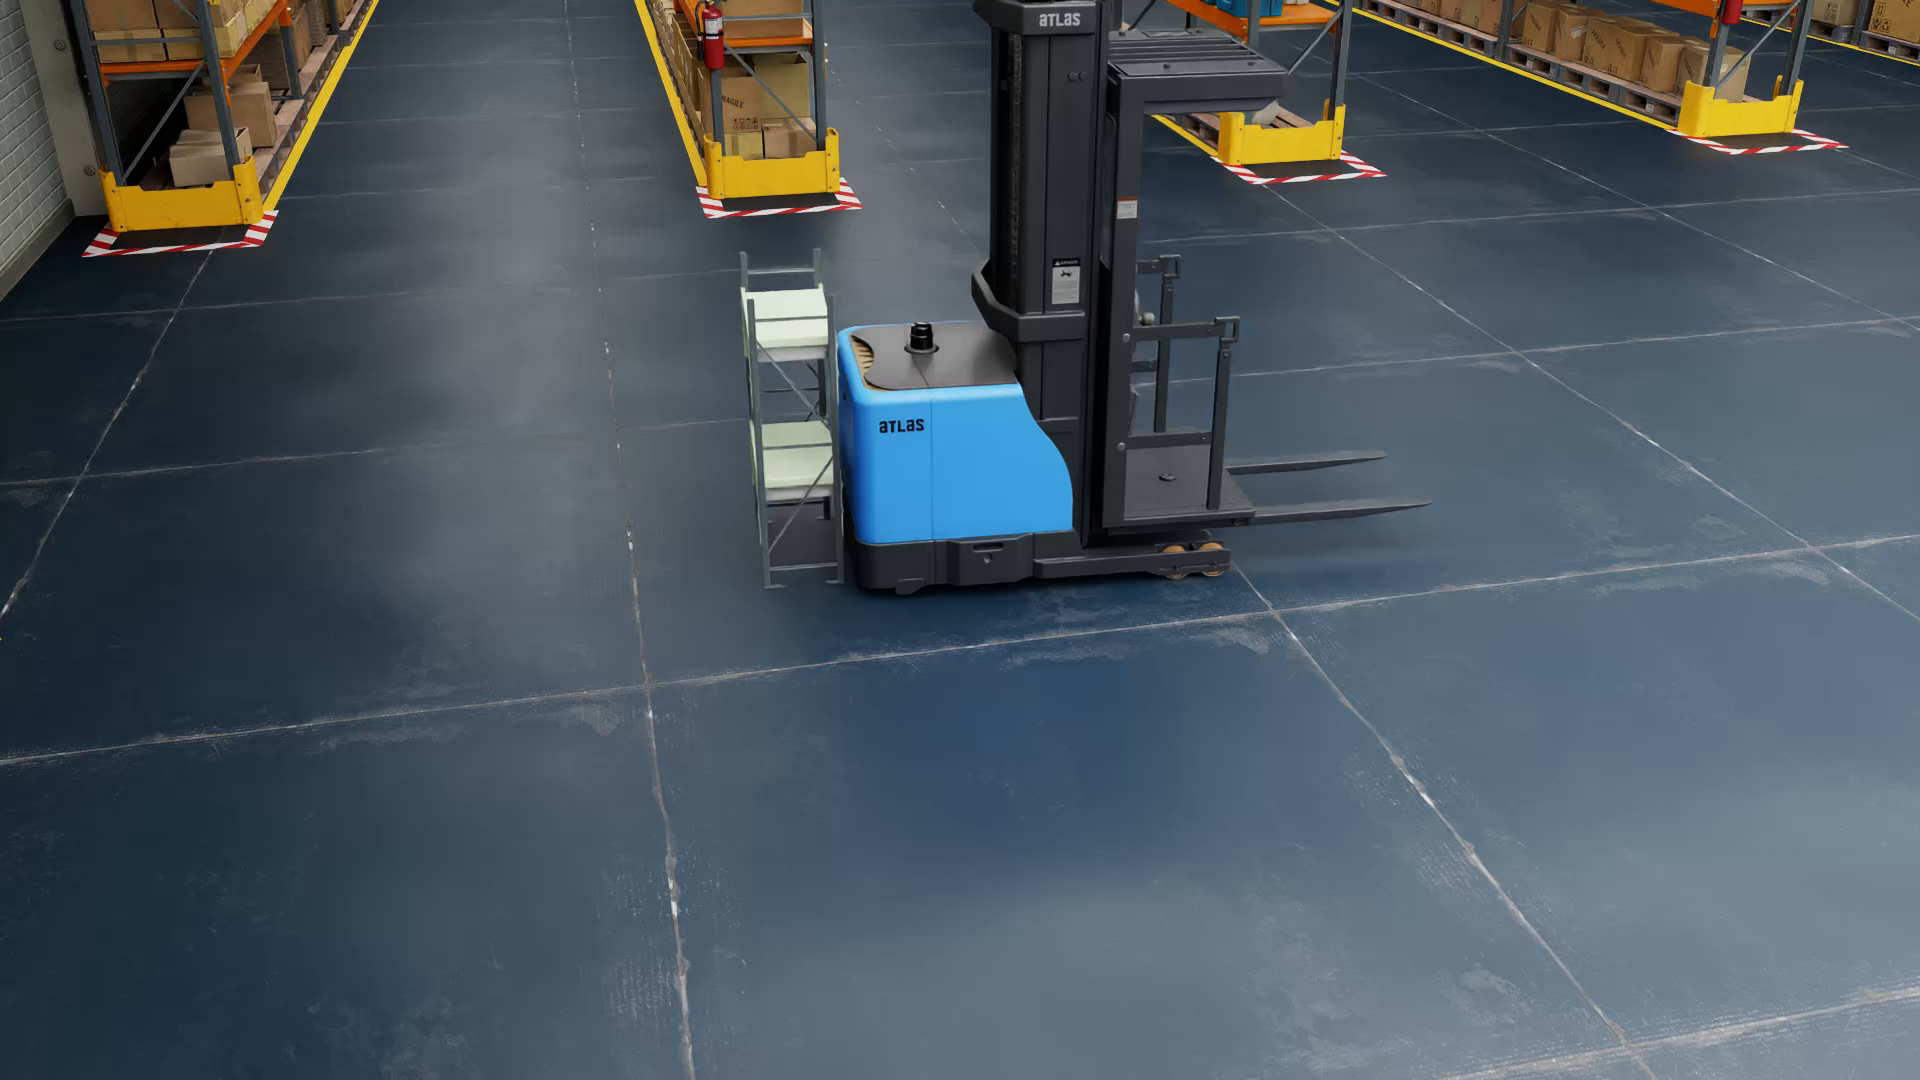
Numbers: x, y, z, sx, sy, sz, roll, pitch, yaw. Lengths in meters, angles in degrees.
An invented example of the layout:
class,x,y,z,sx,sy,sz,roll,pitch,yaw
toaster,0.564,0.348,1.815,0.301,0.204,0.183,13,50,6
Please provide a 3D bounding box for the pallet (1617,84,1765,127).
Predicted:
class,x,y,z,sx,sy,sz,roll,pitch,yaw
pallet,7.803,-4.653,17.735,1.003,0.211,1.213,-6,27,-12

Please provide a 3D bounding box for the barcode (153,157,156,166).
class,x,y,z,sx,sy,sz,roll,pitch,yaw
barcode,-6.971,-3.276,14.397,0.001,0.075,0.075,-6,27,-12

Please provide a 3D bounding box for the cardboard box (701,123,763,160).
class,x,y,z,sx,sy,sz,roll,pitch,yaw
cardboard box,-2.092,-3.666,15.269,0.500,0.250,0.500,-6,27,-12

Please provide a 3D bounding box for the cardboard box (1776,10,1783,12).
class,x,y,z,sx,sy,sz,roll,pitch,yaw
cardboard box,11.481,-7.590,22.490,1.050,0.750,0.750,-6,27,-12

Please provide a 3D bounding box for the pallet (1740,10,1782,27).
class,x,y,z,sx,sy,sz,roll,pitch,yaw
pallet,11.397,-7.343,23.064,1.003,0.211,1.213,-6,27,-12

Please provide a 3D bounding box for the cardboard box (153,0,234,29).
class,x,y,z,sx,sy,sz,roll,pitch,yaw
cardboard box,-6.324,-4.513,13.673,0.500,0.500,0.500,-6,27,-12

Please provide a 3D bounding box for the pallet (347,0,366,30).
class,x,y,z,sx,sy,sz,roll,pitch,yaw
pallet,-8.688,-7.151,22.684,1.003,0.211,1.213,-6,27,-12

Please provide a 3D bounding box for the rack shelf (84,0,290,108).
class,x,y,z,sx,sy,sz,roll,pitch,yaw
rack shelf,-6.960,-4.553,15.239,1.077,0.370,4.000,-6,27,-12

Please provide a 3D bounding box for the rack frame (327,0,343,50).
class,x,y,z,sx,sy,sz,roll,pitch,yaw
rack frame,-8.312,-7.508,20.296,1.000,3.000,0.127,-6,27,-12

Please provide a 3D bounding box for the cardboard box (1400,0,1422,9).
class,x,y,z,sx,sy,sz,roll,pitch,yaw
cardboard box,6.474,-7.563,22.691,0.700,0.500,0.500,-8,28,-16

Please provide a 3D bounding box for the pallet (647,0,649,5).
class,x,y,z,sx,sy,sz,roll,pitch,yaw
pallet,-4.168,-8.170,24.703,1.003,0.211,1.213,-6,27,-12

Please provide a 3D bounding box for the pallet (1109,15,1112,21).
class,x,y,z,sx,sy,sz,roll,pitch,yaw
pallet,1.477,-6.925,22.235,1.003,0.211,1.213,-6,27,-12

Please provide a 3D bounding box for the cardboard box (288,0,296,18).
class,x,y,z,sx,sy,sz,roll,pitch,yaw
cardboard box,-7.911,-6.130,19.020,0.500,0.250,0.500,-6,27,-12

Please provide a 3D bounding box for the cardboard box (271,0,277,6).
class,x,y,z,sx,sy,sz,roll,pitch,yaw
cardboard box,-6.904,-5.297,16.060,0.500,0.250,0.500,-6,27,-11

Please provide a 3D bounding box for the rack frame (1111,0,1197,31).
class,x,y,z,sx,sy,sz,roll,pitch,yaw
rack frame,2.242,-6.758,18.810,1.000,3.000,0.127,-6,27,-12

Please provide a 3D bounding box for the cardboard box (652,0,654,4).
class,x,y,z,sx,sy,sz,roll,pitch,yaw
cardboard box,-3.926,-7.480,22.526,0.500,0.500,0.500,-5,27,-10

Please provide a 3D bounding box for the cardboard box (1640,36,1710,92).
class,x,y,z,sx,sy,sz,roll,pitch,yaw
cardboard box,7.676,-5.111,17.855,0.500,0.500,0.500,1,27,2

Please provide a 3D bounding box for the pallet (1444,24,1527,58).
class,x,y,z,sx,sy,sz,roll,pitch,yaw
pallet,6.890,-6.357,21.111,1.003,0.211,1.213,-6,27,-12

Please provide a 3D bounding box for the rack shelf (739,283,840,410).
class,x,y,z,sx,sy,sz,roll,pitch,yaw
rack shelf,-0.837,-0.955,8.111,0.431,0.370,0.720,-4,27,-8

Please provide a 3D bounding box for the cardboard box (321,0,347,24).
class,x,y,z,sx,sy,sz,roll,pitch,yaw
cardboard box,-8.350,-7.072,21.351,0.750,0.750,0.750,-6,27,-12

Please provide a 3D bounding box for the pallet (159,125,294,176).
class,x,y,z,sx,sy,sz,roll,pitch,yaw
pallet,-6.946,-3.679,15.805,1.003,0.211,1.213,-6,27,-12

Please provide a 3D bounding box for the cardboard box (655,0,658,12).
class,x,y,z,sx,sy,sz,roll,pitch,yaw
cardboard box,-3.528,-6.733,20.724,0.500,0.311,0.500,-7,28,-13

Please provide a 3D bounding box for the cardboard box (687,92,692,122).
class,x,y,z,sx,sy,sz,roll,pitch,yaw
cardboard box,-2.442,-4.323,16.571,0.500,0.250,0.500,-6,27,-12

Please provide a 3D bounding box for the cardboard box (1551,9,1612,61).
class,x,y,z,sx,sy,sz,roll,pitch,yaw
cardboard box,7.255,-5.902,19.422,0.500,0.500,0.500,2,27,5

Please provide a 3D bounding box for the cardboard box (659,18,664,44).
class,x,y,z,sx,sy,sz,roll,pitch,yaw
cardboard box,-3.417,-6.264,20.418,0.500,0.250,0.500,-7,28,-13

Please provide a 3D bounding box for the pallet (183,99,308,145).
class,x,y,z,sx,sy,sz,roll,pitch,yaw
pallet,-7.225,-4.216,16.868,1.003,0.211,1.213,-6,27,-12

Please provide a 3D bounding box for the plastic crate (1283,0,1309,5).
class,x,y,z,sx,sy,sz,roll,pitch,yaw
plastic crate,3.255,-5.310,16.233,0.298,0.136,0.250,-6,27,-12

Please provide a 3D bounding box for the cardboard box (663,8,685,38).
class,x,y,z,sx,sy,sz,roll,pitch,yaw
cardboard box,-3.189,-6.062,19.395,0.500,0.311,0.500,-6,27,-12

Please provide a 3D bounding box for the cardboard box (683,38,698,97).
class,x,y,z,sx,sy,sz,roll,pitch,yaw
cardboard box,-2.445,-4.657,16.402,0.500,0.500,0.500,-6,27,-12

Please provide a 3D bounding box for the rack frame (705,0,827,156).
class,x,y,z,sx,sy,sz,roll,pitch,yaw
rack frame,-1.684,-4.500,14.337,1.000,3.000,0.127,-6,27,-12

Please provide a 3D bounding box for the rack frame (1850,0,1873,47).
class,x,y,z,sx,sy,sz,roll,pitch,yaw
rack frame,11.922,-7.720,20.716,1.000,3.000,0.127,-6,27,-12

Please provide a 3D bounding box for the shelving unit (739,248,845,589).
class,x,y,z,sx,sy,sz,roll,pitch,yaw
shelving unit,-0.837,-0.607,8.287,0.431,1.500,0.755,-4,27,-8

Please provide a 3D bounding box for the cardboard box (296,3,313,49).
class,x,y,z,sx,sy,sz,roll,pitch,yaw
cardboard box,-8.096,-6.039,19.673,0.700,0.500,0.500,-6,27,-12

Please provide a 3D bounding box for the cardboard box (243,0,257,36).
class,x,y,z,sx,sy,sz,roll,pitch,yaw
cardboard box,-6.550,-4.635,14.748,0.500,0.250,0.500,-6,27,-12

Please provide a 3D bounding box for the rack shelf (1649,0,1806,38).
class,x,y,z,sx,sy,sz,roll,pitch,yaw
rack shelf,7.518,-6.062,18.229,1.077,0.370,4.000,-6,27,-12

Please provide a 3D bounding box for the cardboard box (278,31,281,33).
class,x,y,z,sx,sy,sz,roll,pitch,yaw
cardboard box,-7.758,-5.375,18.357,0.700,0.500,0.500,-6,27,-13

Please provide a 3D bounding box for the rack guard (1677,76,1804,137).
class,x,y,z,sx,sy,sz,roll,pitch,yaw
rack guard,7.952,-4.422,16.956,1.175,0.500,0.348,-6,27,-12

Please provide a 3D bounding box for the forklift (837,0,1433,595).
class,x,y,z,sx,sy,sz,roll,pitch,yaw
forklift,0.913,-1.341,8.154,3.031,2.935,1.130,-4,27,-8

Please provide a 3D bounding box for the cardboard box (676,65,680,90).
class,x,y,z,sx,sy,sz,roll,pitch,yaw
cardboard box,-2.776,-4.982,17.877,0.500,0.250,0.500,-6,27,-12

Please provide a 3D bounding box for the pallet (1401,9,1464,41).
class,x,y,z,sx,sy,sz,roll,pitch,yaw
pallet,6.612,-6.894,22.175,1.003,0.211,1.213,-6,27,-12

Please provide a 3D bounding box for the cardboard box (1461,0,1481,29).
class,x,y,z,sx,sy,sz,roll,pitch,yaw
cardboard box,6.861,-6.824,21.227,0.700,0.500,0.500,-6,27,-12

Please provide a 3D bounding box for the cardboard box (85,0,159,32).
class,x,y,z,sx,sy,sz,roll,pitch,yaw
cardboard box,-6.822,-4.458,13.565,0.500,0.500,0.500,-6,27,-12

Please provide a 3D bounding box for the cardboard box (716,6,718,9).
class,x,y,z,sx,sy,sz,roll,pitch,yaw
cardboard box,-1.899,-4.981,15.179,0.700,0.500,0.500,-5,27,-10

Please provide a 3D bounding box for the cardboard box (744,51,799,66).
class,x,y,z,sx,sy,sz,roll,pitch,yaw
cardboard box,-1.828,-4.491,16.071,0.500,0.500,0.500,-6,27,-12

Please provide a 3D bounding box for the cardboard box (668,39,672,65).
class,x,y,z,sx,sy,sz,roll,pitch,yaw
cardboard box,-3.073,-5.591,19.084,0.500,0.250,0.500,-6,27,-12

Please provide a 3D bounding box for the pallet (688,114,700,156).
class,x,y,z,sx,sy,sz,roll,pitch,yaw
pallet,-2.168,-4.122,16.681,1.003,0.211,1.213,-6,27,-12

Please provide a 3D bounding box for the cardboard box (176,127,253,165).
class,x,y,z,sx,sy,sz,roll,pitch,yaw
cardboard box,-6.706,-3.555,14.960,0.500,0.311,0.500,-4,27,-7

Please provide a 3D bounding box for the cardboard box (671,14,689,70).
class,x,y,z,sx,sy,sz,roll,pitch,yaw
cardboard box,-2.786,-5.316,17.706,0.500,0.500,0.500,-6,27,-12

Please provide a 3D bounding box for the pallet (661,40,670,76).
class,x,y,z,sx,sy,sz,roll,pitch,yaw
pallet,-3.068,-5.868,20.141,1.003,0.211,1.213,-6,27,-12
